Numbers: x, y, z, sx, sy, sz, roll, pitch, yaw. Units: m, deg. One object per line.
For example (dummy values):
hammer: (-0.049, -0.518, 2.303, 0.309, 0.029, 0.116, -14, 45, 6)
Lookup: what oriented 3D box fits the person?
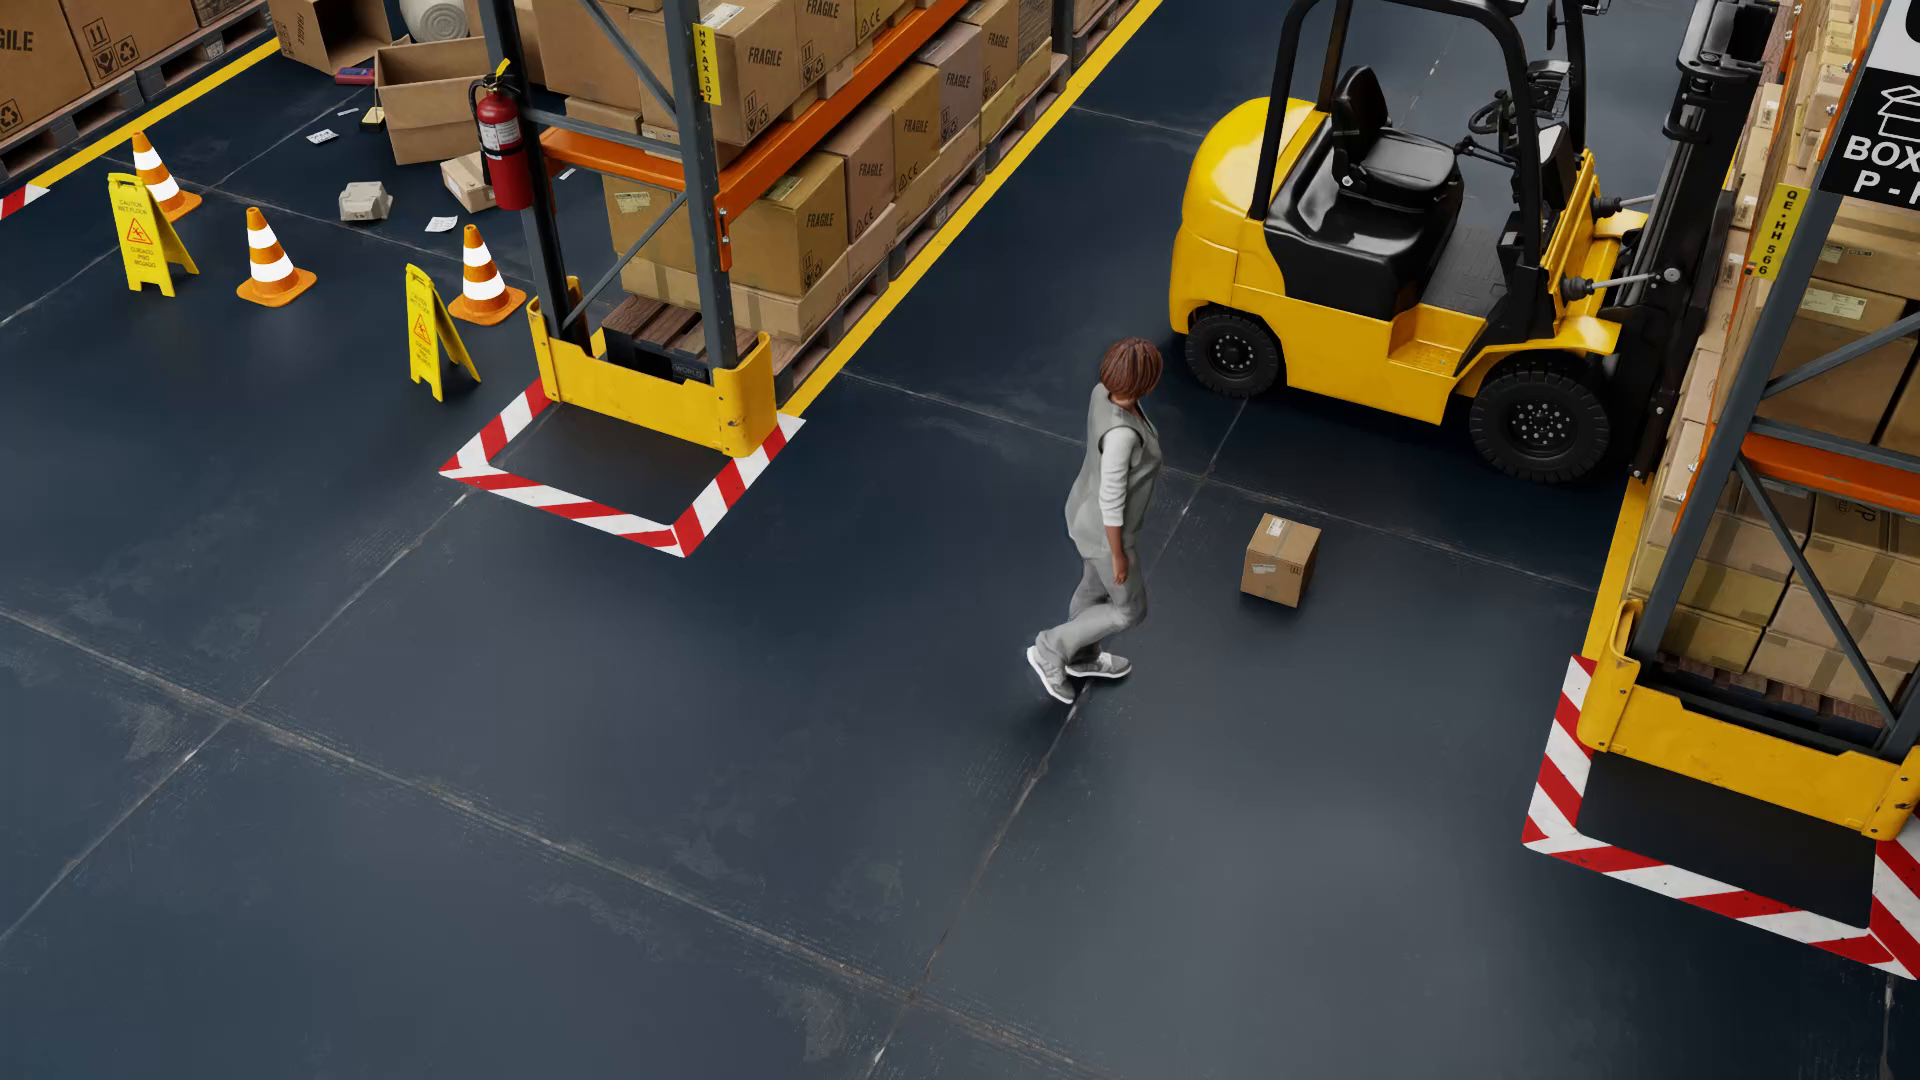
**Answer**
person: (0.490, -0.045, 6.194, 0.457, 1.594, 0.469, 0, 43, 0)
